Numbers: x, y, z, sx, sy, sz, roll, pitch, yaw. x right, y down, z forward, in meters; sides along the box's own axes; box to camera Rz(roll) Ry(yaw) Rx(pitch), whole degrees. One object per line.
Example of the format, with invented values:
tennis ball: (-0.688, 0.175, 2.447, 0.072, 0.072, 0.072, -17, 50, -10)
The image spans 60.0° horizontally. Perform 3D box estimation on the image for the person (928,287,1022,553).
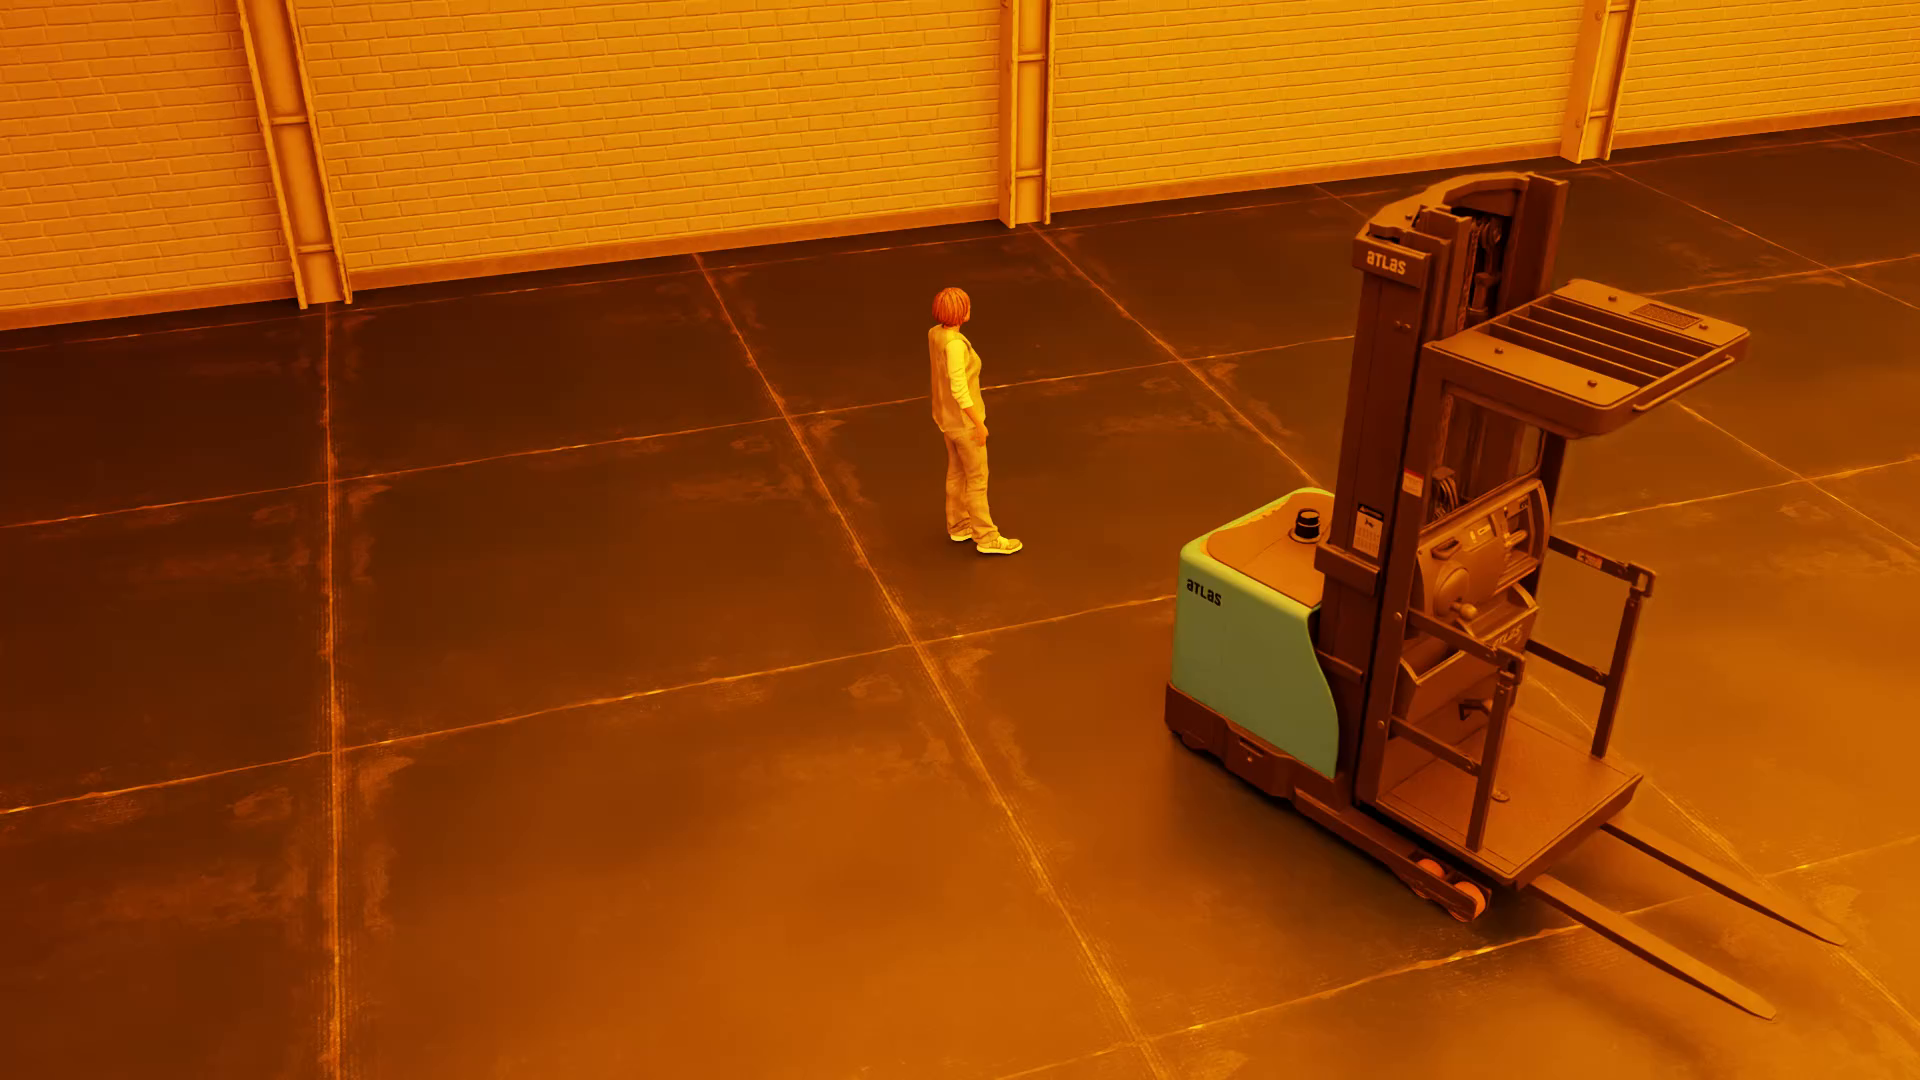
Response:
person: (0.075, -0.704, 9.633, 0.473, 1.599, 0.520, -10, 31, -16)

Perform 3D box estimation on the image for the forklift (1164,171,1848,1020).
forklift: (2.367, 0.086, 6.938, 1.130, 2.935, 3.031, -23, 37, -35)
